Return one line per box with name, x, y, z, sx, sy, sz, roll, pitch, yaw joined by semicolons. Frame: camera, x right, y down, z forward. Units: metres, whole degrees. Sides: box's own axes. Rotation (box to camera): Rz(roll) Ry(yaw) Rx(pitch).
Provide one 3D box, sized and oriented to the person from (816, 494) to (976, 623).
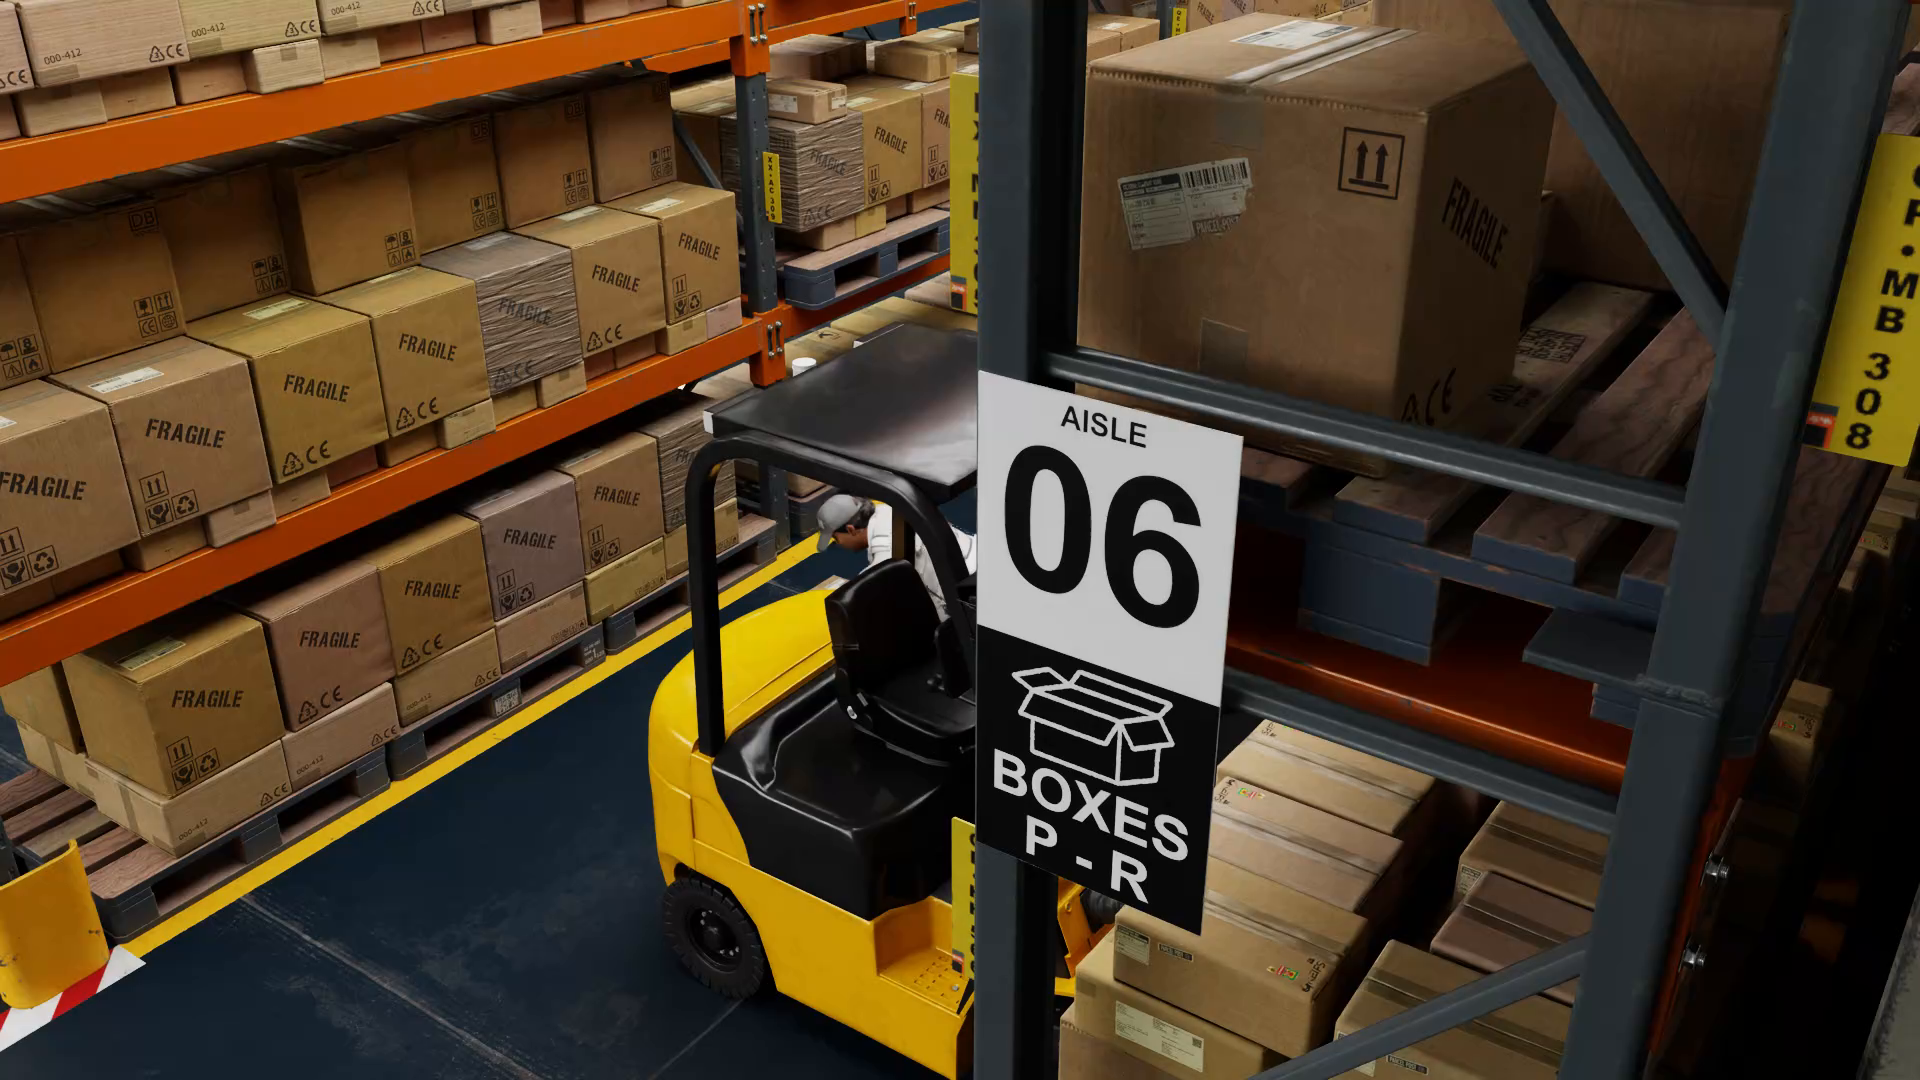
person;-0.210;0.232;7.322;0.851;0.961;0.527;2;27;5
